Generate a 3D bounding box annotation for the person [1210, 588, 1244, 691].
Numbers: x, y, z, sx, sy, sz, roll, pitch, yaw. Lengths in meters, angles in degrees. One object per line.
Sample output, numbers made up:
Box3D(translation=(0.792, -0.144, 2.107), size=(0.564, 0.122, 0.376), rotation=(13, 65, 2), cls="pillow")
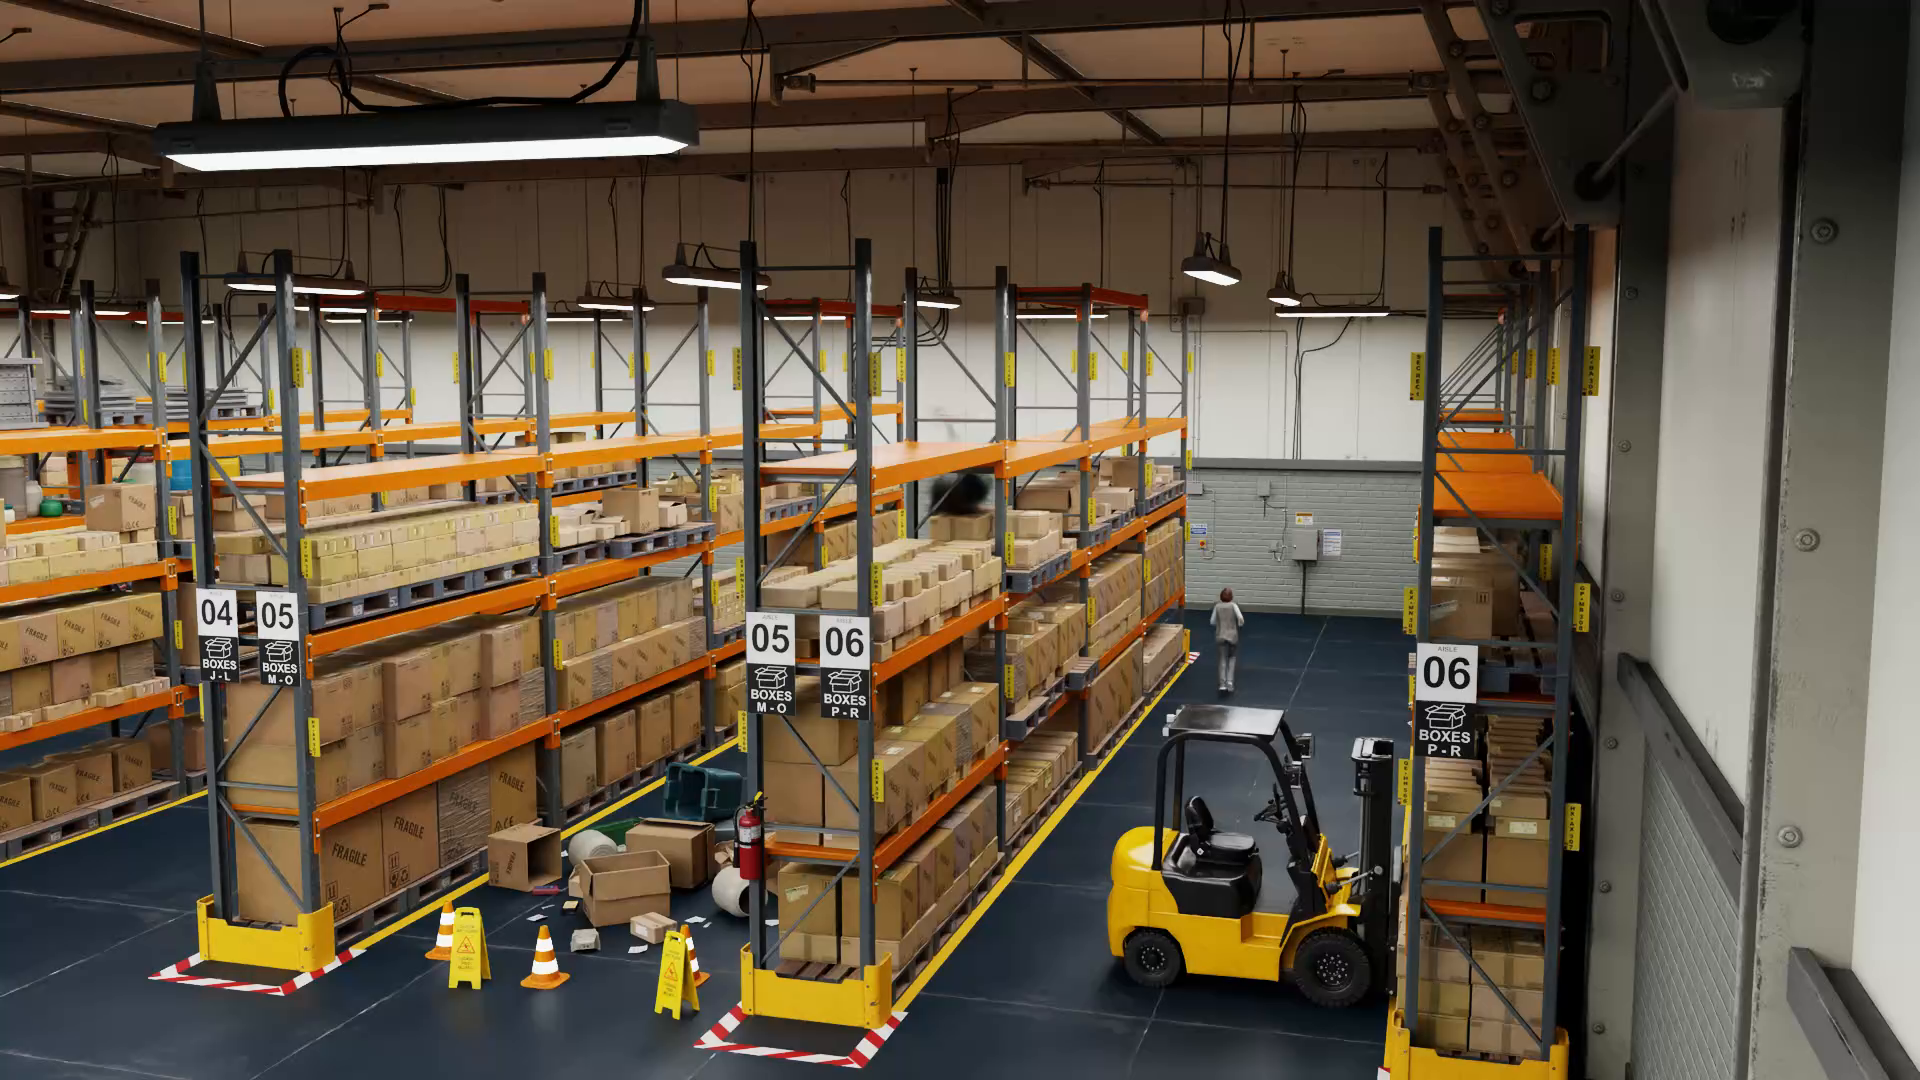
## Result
Box3D(translation=(4.081, 1.593, 25.425), size=(0.529, 1.554, 0.620), rotation=(1, 7, 13), cls="person")
